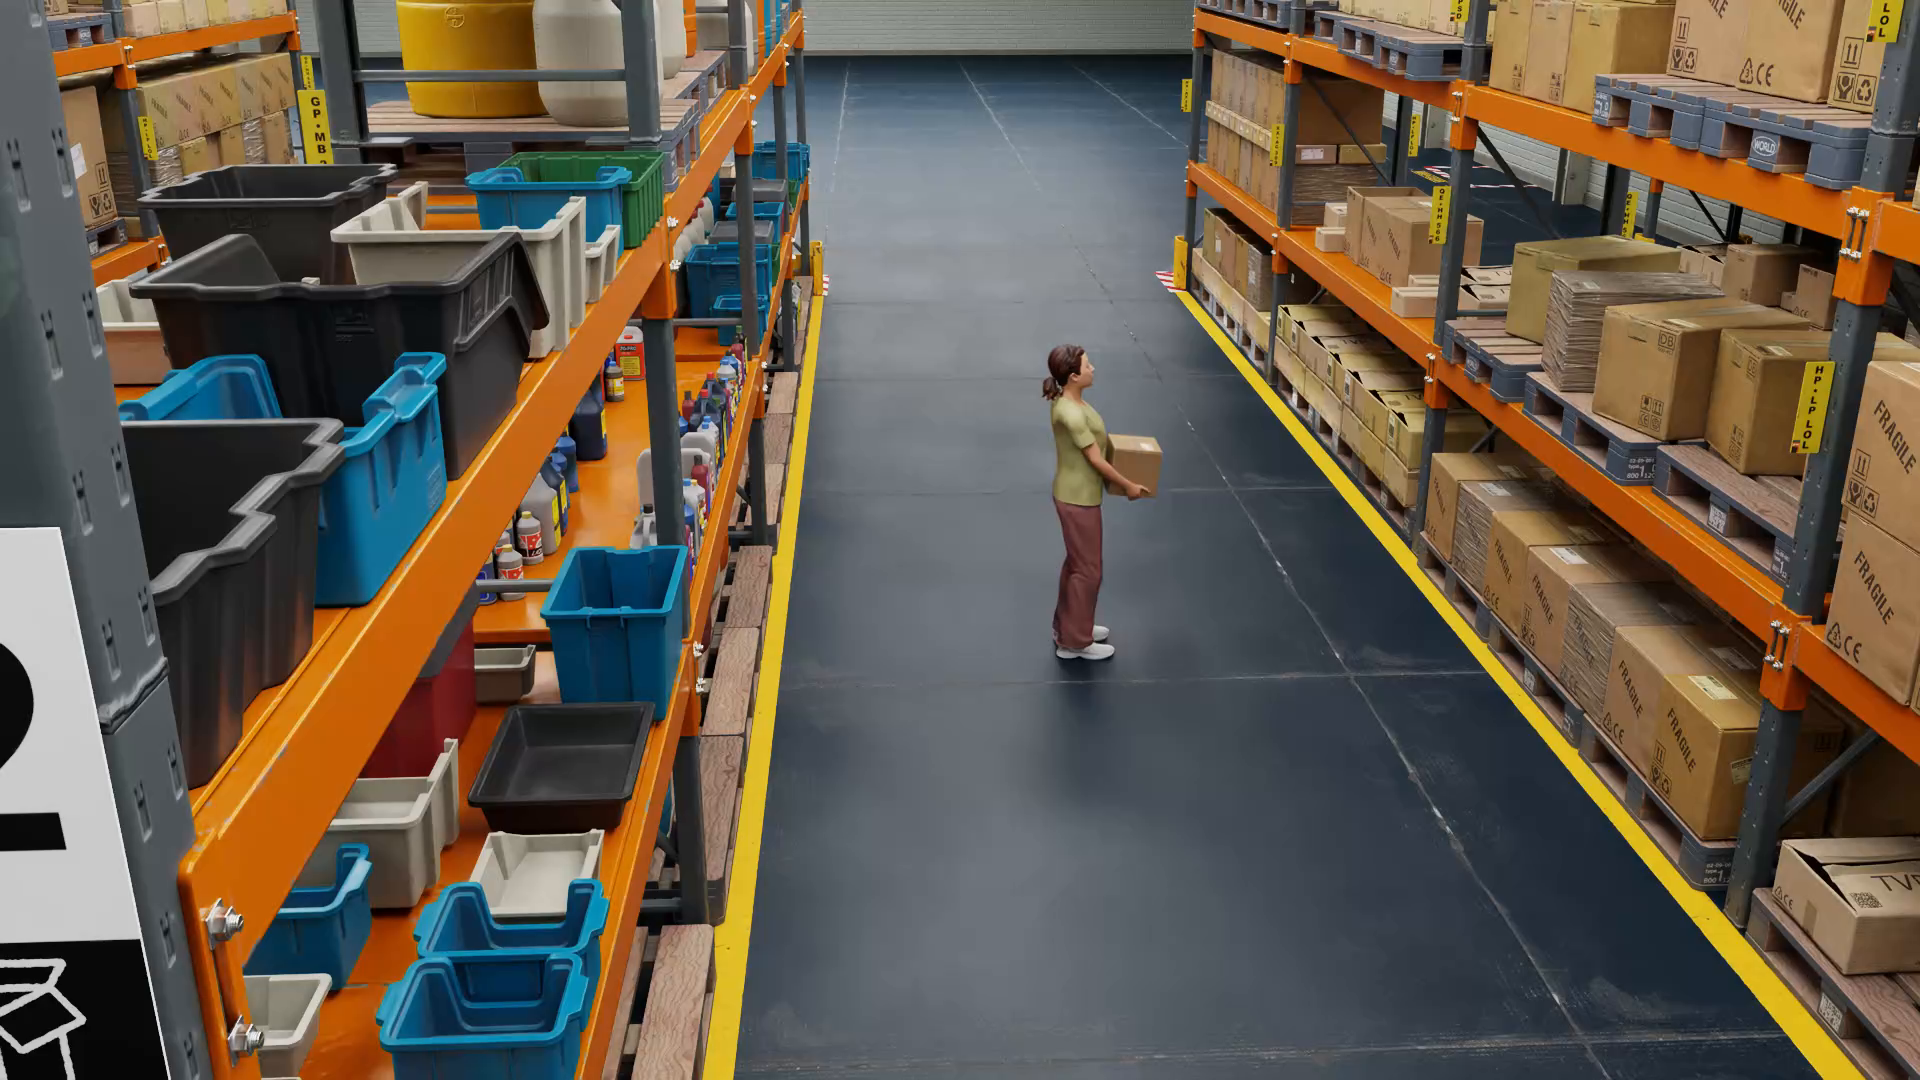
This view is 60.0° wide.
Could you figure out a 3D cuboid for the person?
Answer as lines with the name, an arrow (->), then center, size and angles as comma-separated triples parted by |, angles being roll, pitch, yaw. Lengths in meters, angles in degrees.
person -> 0.685, -0.206, 8.644 | 0.558, 1.663, 0.428 | -1, 21, -3
